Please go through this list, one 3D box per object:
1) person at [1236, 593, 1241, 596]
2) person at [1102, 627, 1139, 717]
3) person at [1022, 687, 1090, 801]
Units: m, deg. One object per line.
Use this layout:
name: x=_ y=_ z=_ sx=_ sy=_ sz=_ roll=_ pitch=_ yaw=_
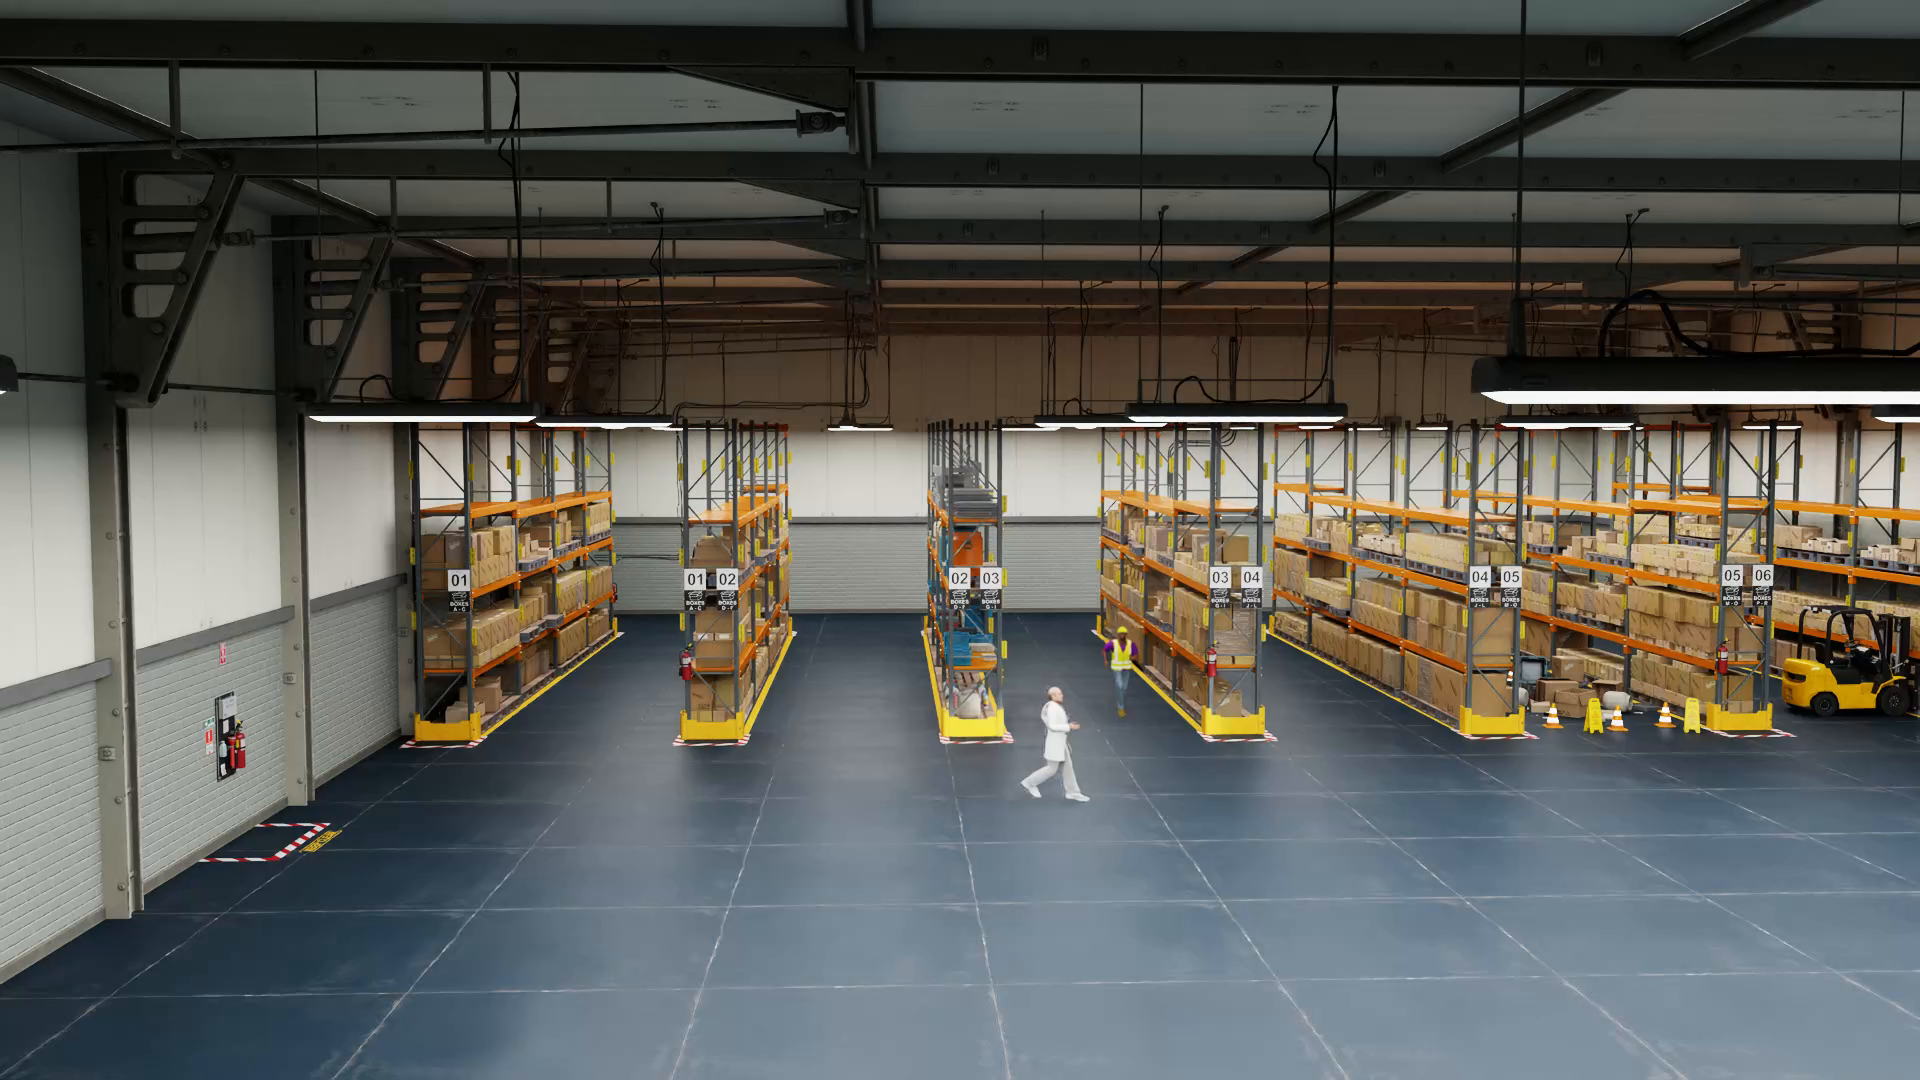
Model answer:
person: x=7.812 y=1.969 z=45.569 sx=0.593 sy=1.755 sz=0.724 roll=0 pitch=4 yaw=0
person: x=3.293 y=2.645 z=33.880 sx=0.697 sy=1.773 sz=0.896 roll=-1 pitch=4 yaw=-12
person: x=1.508 y=3.256 z=25.724 sx=0.995 sy=1.583 sz=0.708 roll=1 pitch=4 yaw=12
